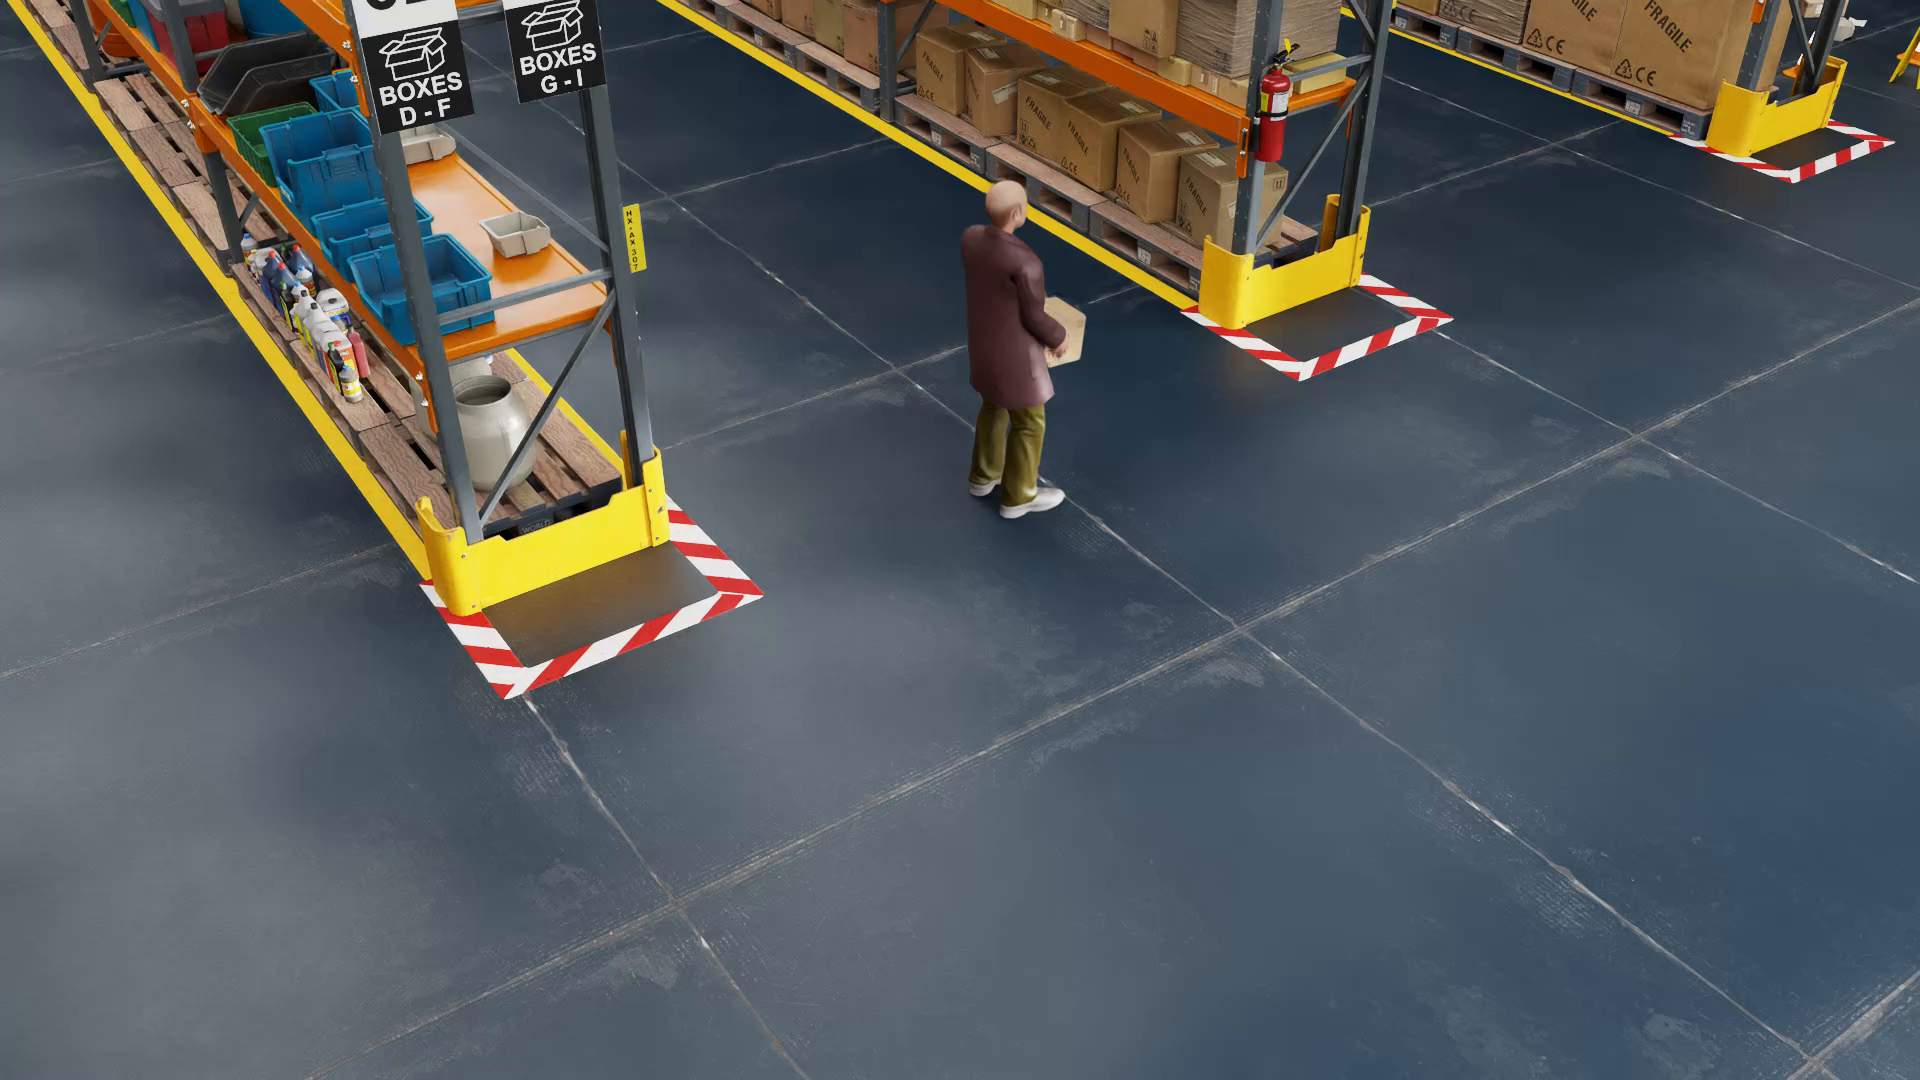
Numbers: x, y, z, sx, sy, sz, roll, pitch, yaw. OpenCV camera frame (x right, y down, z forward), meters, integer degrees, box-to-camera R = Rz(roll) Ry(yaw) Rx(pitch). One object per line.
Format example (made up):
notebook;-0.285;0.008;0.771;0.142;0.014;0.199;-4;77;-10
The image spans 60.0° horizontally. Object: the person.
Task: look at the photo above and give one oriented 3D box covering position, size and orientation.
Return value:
person;0.281;-0.977;8.360;0.479;1.782;0.572;-23;42;-28
